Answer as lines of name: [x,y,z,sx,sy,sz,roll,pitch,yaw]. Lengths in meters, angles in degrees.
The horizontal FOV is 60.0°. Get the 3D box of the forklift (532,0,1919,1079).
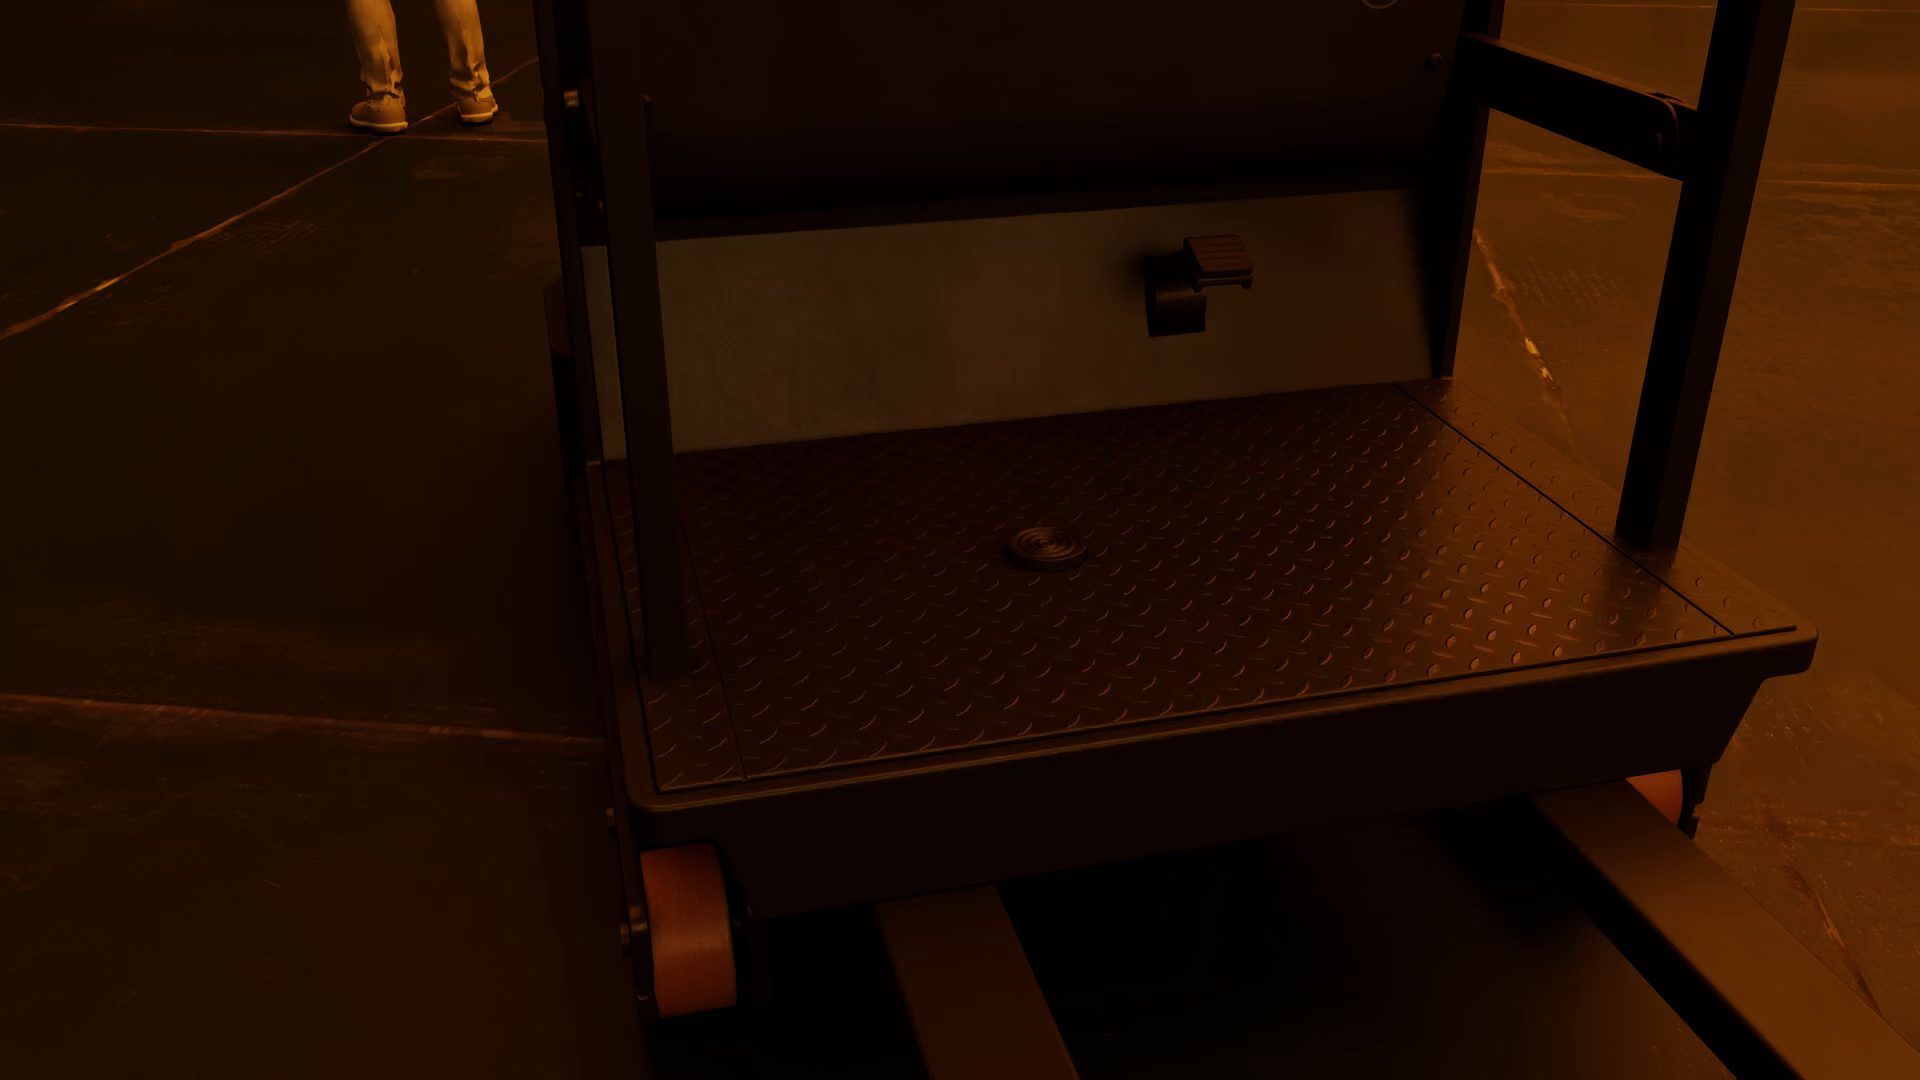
forklift: [0.153,-1.049,1.319,1.130,2.935,3.031,-7,27,-13]

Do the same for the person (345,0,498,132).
person: [-1.628,-1.994,4.635,0.529,1.663,0.374,-14,30,-25]
